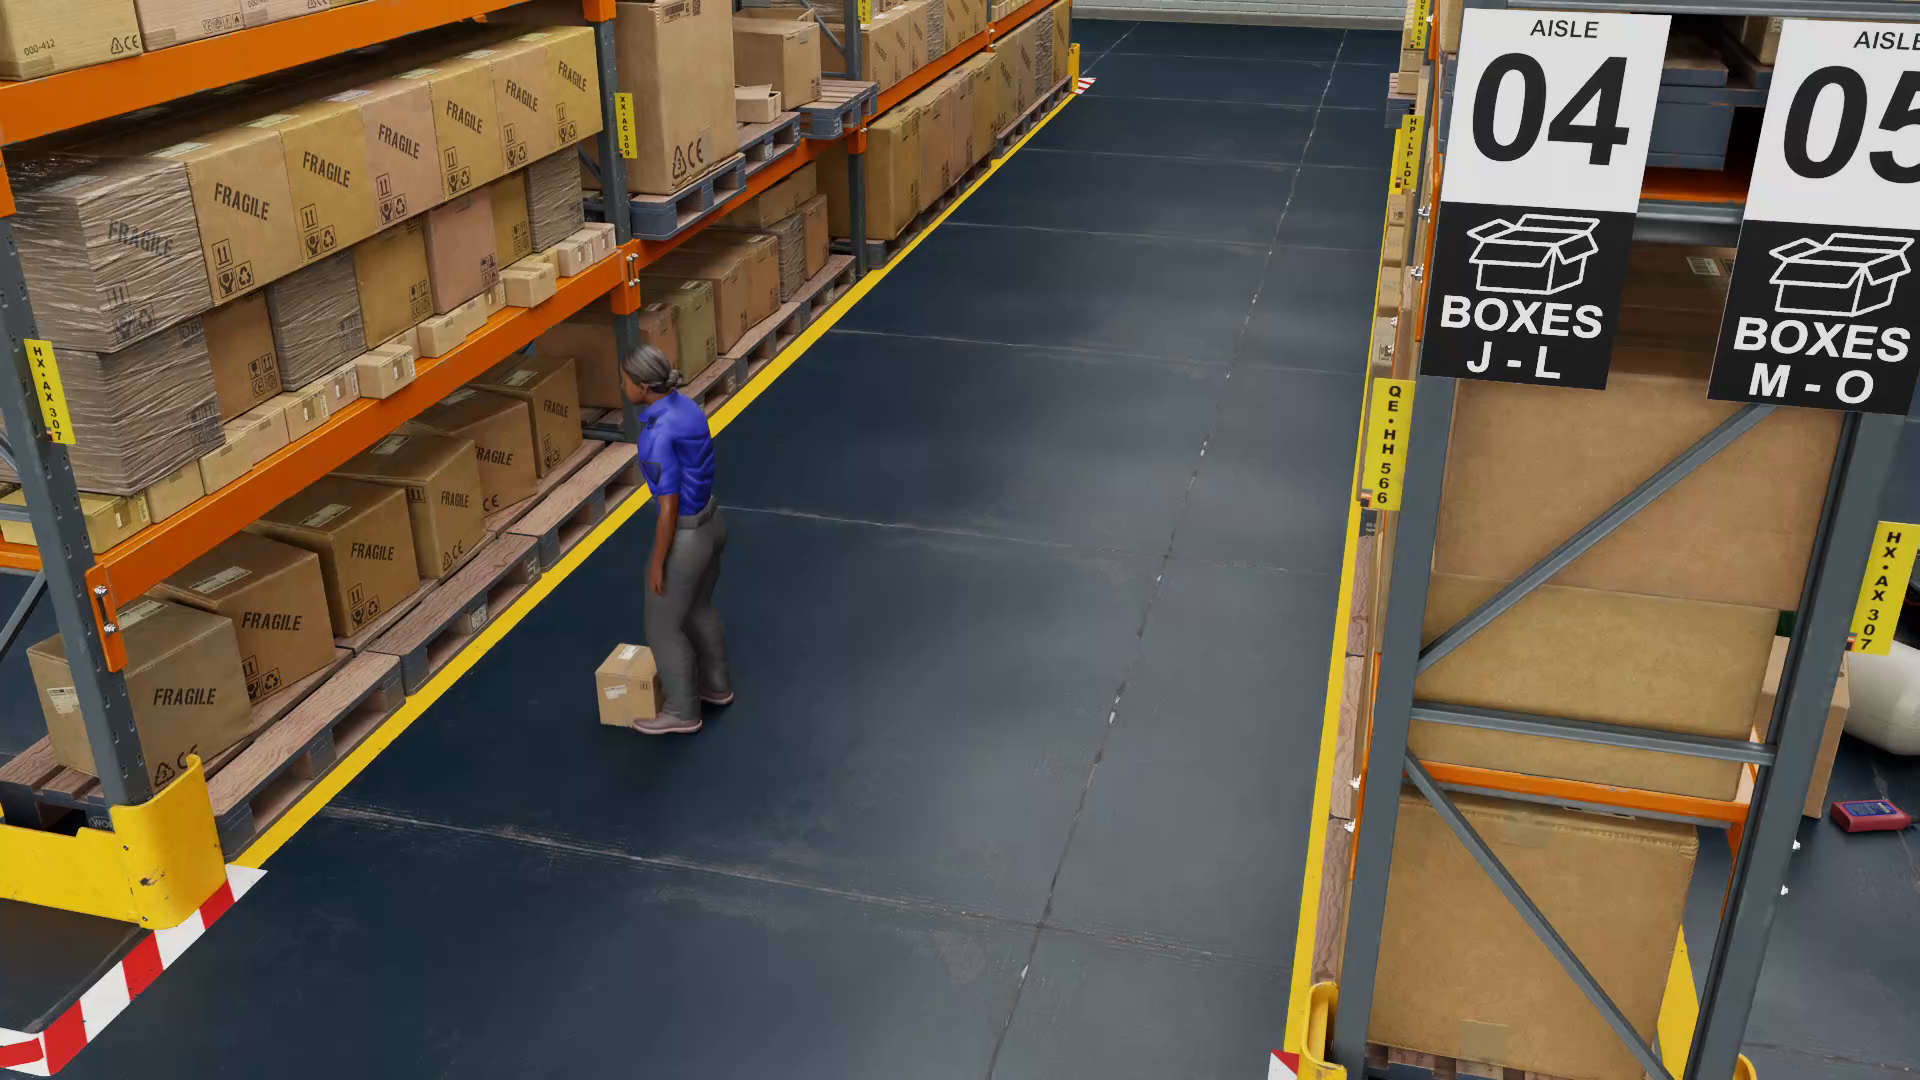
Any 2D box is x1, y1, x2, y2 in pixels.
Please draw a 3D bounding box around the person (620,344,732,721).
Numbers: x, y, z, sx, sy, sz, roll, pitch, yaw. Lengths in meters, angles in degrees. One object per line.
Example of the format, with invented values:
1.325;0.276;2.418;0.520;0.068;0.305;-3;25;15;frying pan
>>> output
-1.120;-0.024;6.587;0.348;1.584;0.494;5;26;10;person
